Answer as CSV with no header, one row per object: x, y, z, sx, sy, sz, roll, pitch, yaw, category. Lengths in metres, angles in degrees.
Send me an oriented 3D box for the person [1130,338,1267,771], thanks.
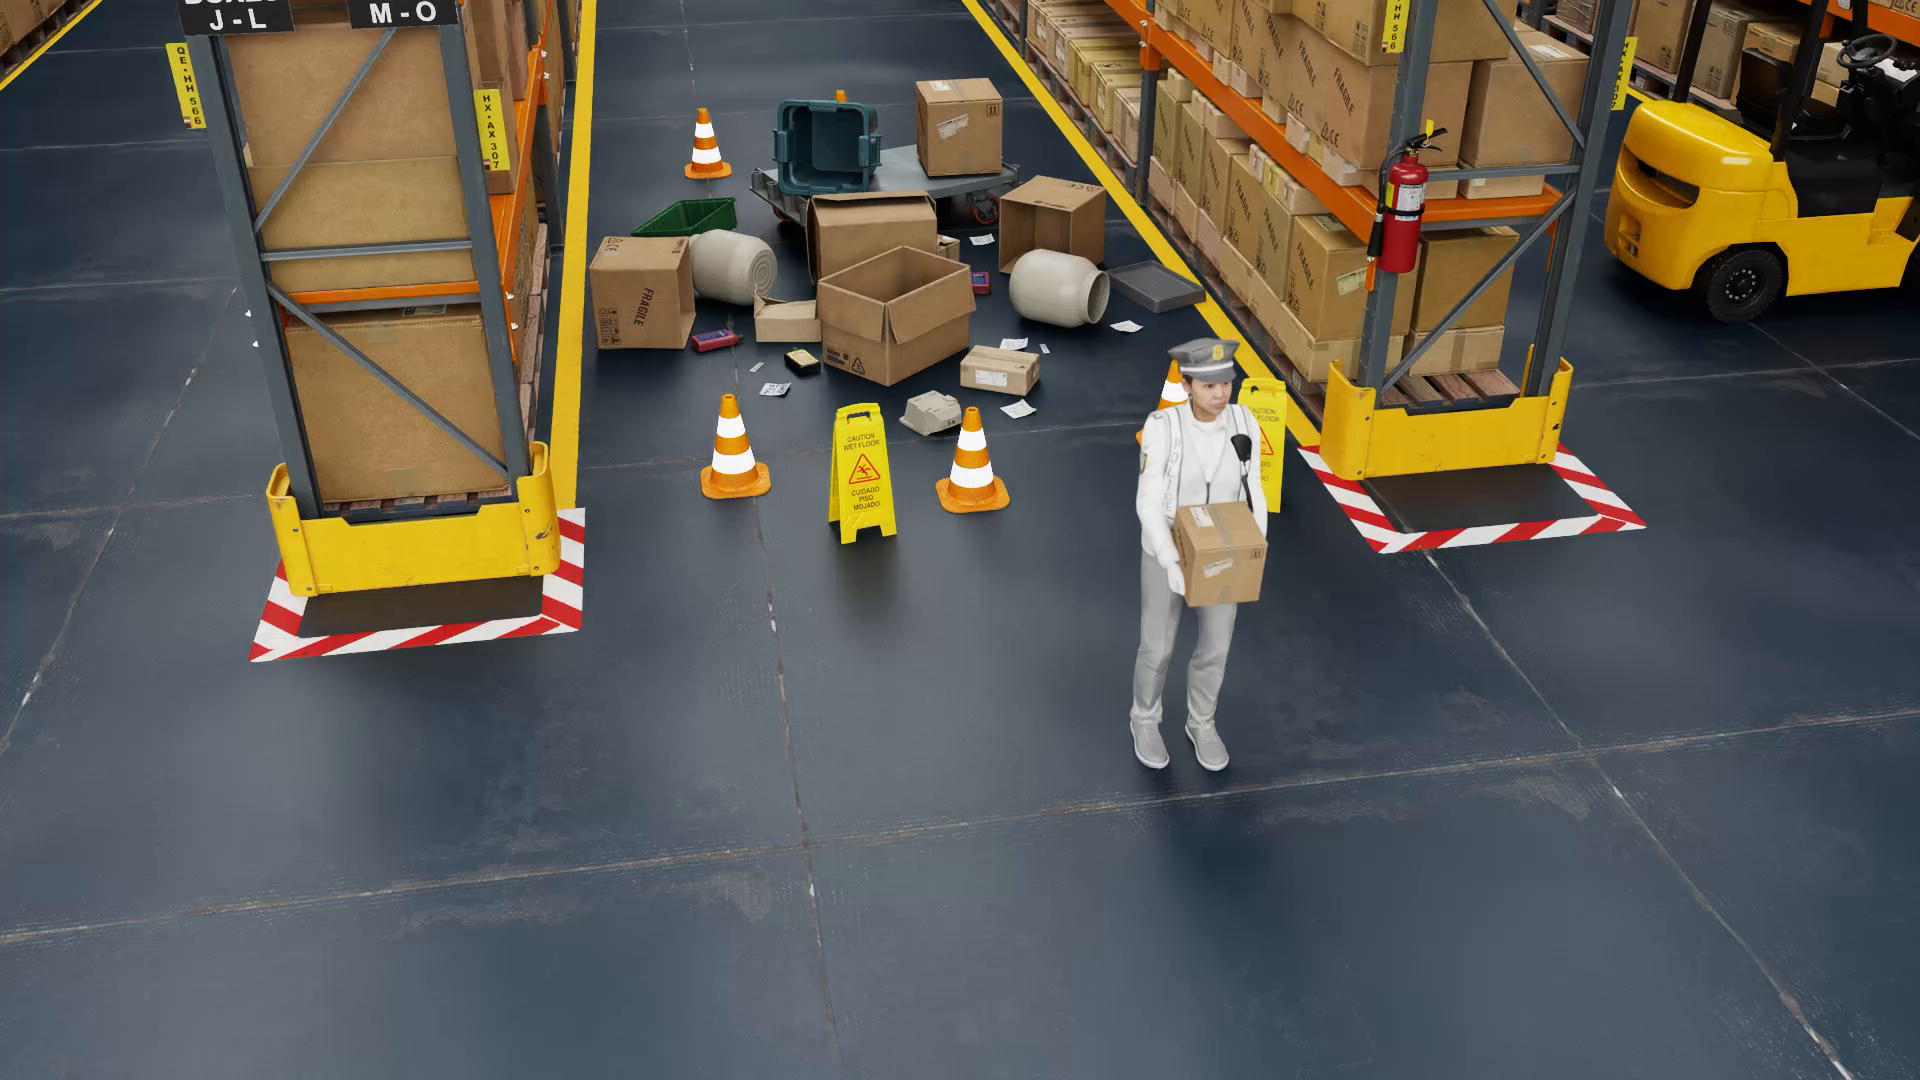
0.852,0.089,5.963,0.460,1.690,0.536,-5,31,-8,person
